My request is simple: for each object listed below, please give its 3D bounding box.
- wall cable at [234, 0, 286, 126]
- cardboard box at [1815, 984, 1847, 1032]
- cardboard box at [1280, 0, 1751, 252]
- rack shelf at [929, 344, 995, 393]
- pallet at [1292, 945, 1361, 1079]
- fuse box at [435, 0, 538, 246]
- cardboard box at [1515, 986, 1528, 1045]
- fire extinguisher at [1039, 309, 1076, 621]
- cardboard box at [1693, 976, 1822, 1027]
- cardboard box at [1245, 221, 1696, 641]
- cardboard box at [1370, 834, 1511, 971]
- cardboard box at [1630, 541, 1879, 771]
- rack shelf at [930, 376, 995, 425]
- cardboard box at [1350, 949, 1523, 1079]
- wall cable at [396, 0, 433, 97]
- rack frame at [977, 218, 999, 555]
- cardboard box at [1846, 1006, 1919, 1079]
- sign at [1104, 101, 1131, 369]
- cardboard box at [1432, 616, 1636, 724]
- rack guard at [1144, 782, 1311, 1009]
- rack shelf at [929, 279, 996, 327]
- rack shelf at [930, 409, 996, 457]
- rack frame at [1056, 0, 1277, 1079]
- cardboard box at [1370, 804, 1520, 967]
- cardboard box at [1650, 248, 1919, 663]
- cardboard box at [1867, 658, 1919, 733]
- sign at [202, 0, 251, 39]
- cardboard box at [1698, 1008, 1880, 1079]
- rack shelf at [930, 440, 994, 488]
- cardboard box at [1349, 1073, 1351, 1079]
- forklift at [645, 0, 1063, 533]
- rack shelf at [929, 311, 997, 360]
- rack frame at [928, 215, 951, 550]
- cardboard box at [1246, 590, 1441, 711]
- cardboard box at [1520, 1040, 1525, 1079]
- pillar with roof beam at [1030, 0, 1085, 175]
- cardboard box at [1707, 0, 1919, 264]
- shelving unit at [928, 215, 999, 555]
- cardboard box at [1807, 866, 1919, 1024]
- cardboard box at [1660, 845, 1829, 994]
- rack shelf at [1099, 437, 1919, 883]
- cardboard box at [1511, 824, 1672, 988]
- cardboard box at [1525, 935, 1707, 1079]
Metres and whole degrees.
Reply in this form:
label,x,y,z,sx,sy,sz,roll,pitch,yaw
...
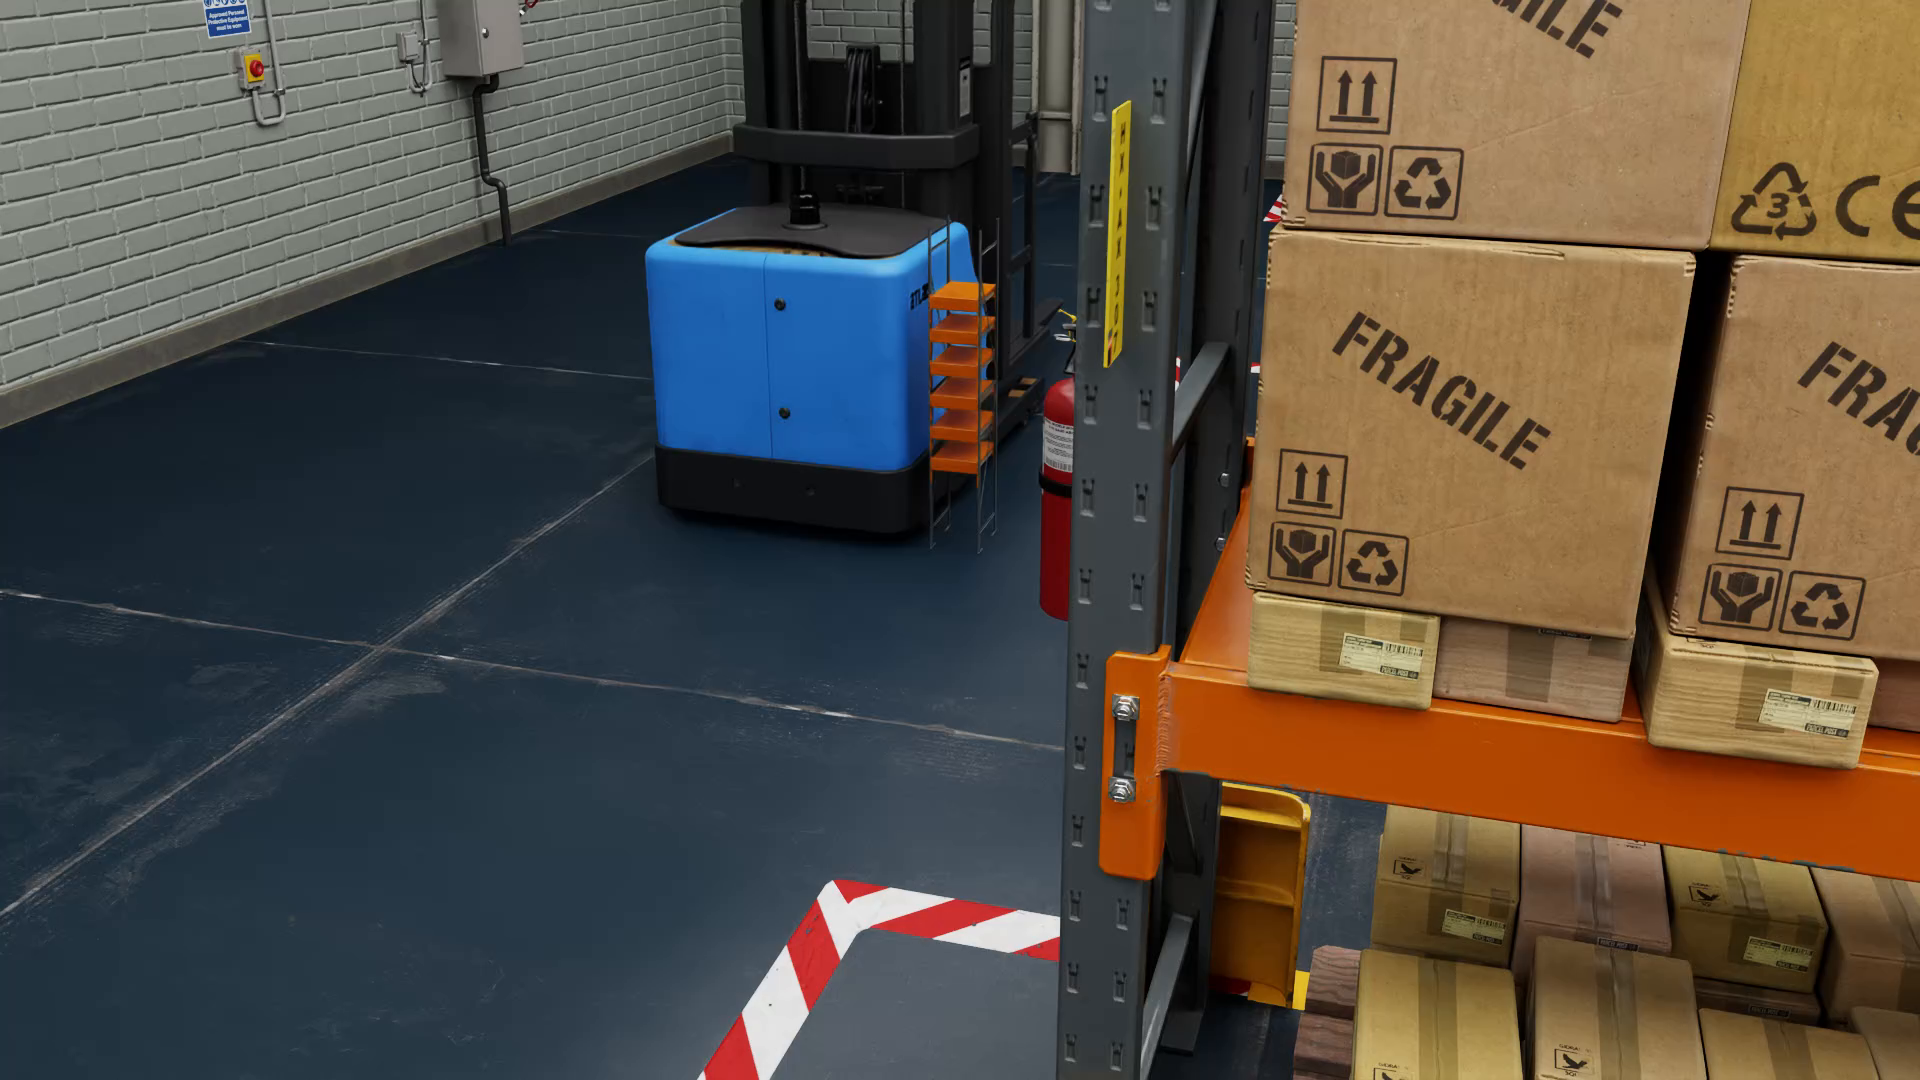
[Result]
label,x,y,z,sx,sy,sz,roll,pitch,yaw
wall cable,-3.714,-3.089,8.468,0.123,1.953,0.585,7,23,16
cardboard box,1.671,0.879,2.985,0.250,0.149,0.380,6,23,15
cardboard box,0.711,-0.686,2.149,0.500,0.500,0.500,6,23,15
rack shelf,0.014,-0.623,6.010,0.180,0.103,0.258,7,23,16
pallet,1.198,1.215,3.029,1.213,0.211,1.003,7,23,16
fuse box,-2.967,-2.756,10.733,0.414,1.711,0.539,7,23,16
cardboard box,1.181,0.804,3.168,0.250,0.149,0.380,6,23,14
fire extinguisher,0.250,-0.172,3.331,0.183,0.674,0.296,7,23,16
cardboard box,1.444,0.812,3.148,0.250,0.149,0.380,6,23,13
cardboard box,0.708,-0.220,2.329,0.500,0.500,0.500,8,24,18
cardboard box,0.946,0.756,3.286,0.250,0.149,0.380,6,23,14
cardboard box,1.071,0.147,2.289,0.250,0.149,0.380,6,23,14
rack shelf,0.014,-0.512,6.055,0.180,0.103,0.258,7,23,16
cardboard box,0.762,0.845,2.677,0.250,0.149,0.380,5,23,13
wall cable,-3.315,-3.591,9.733,0.122,1.984,0.588,7,23,16
rack frame,0.101,-0.543,6.014,0.006,1.200,0.240,7,23,16
cardboard box,1.526,0.903,2.536,0.250,0.149,0.380,5,23,13
sign,0.202,-0.389,2.124,0.005,0.325,0.100,7,23,16
cardboard box,0.829,0.098,2.408,0.250,0.149,0.380,7,23,17
rack guard,0.431,0.980,3.223,0.348,0.500,1.175,7,23,16
rack shelf,0.014,-0.845,5.919,0.180,0.103,0.258,7,23,16
rack shelf,0.014,-0.401,6.101,0.180,0.103,0.258,7,23,16
rack frame,0.358,-0.185,2.769,0.127,3.000,1.000,7,23,16
cardboard box,0.938,0.630,3.200,0.250,0.149,0.380,7,23,16
cardboard box,1.228,-0.170,2.208,0.500,0.500,0.500,7,23,16
cardboard box,1.359,0.126,2.341,0.250,0.149,0.380,8,24,18
sign,-3.786,-2.719,8.589,0.001,0.218,0.327,7,23,16
cardboard box,1.264,0.906,2.529,0.250,0.149,0.380,6,23,15
rack shelf,0.014,-0.290,6.146,0.180,0.103,0.258,7,23,16
cardboard box,0.786,0.953,2.807,0.250,0.149,0.380,8,23,18
forklift,-0.239,-1.911,7.067,1.130,2.935,3.031,7,23,16
rack shelf,0.014,-0.734,5.964,0.180,0.103,0.258,7,23,16
rack frame,-0.074,-0.564,6.063,0.006,1.200,0.240,7,23,16
cardboard box,0.574,0.086,2.440,0.250,0.149,0.380,6,23,15
cardboard box,1.031,1.003,2.683,0.250,0.149,0.380,6,23,15
pillar with roof beam,-0.443,-5.633,8.145,0.400,9.000,9.100,7,23,16
cardboard box,1.196,-0.633,2.020,0.500,0.500,0.500,7,23,17
shelving unit,0.014,-0.554,6.038,0.189,1.200,0.258,7,23,16
cardboard box,1.676,0.712,3.000,0.250,0.149,0.380,6,23,13
cardboard box,1.447,0.661,3.126,0.250,0.149,0.380,6,23,14
rack shelf,2.273,0.367,2.371,4.000,0.370,1.077,7,23,16
cardboard box,1.162,0.679,3.082,0.250,0.149,0.380,7,23,17
cardboard box,1.060,0.832,2.709,0.250,0.149,0.380,7,23,16
